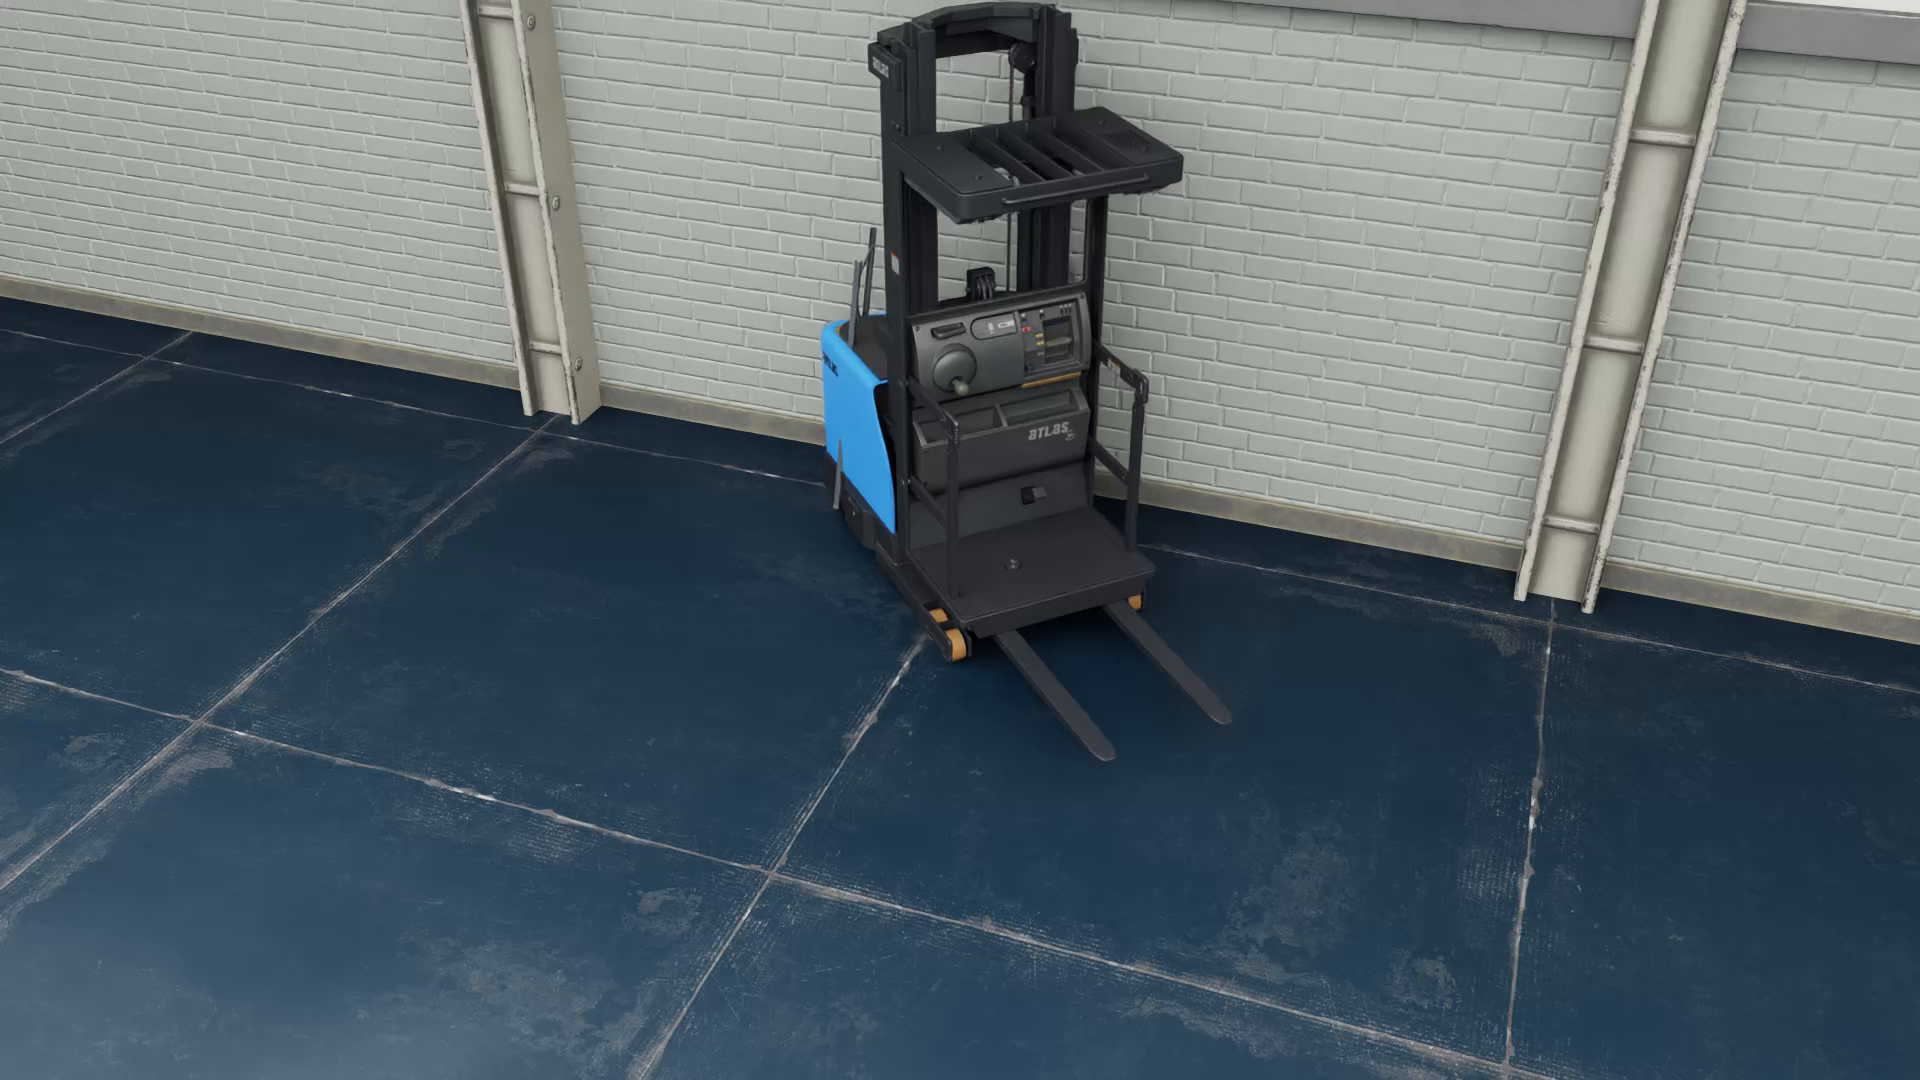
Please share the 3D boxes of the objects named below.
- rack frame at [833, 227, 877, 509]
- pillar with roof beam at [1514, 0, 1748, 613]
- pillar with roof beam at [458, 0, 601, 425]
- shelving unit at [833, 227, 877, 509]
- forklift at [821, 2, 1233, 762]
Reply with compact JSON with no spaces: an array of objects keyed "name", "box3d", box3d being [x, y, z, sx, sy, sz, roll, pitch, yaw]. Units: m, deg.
[{"name":"rack frame","box3d":[-0.581,-0.932,9.176,0.032,1.500,0.500,10,33,3]},{"name":"pillar with roof beam","box3d":[1.696,-1.315,2.958,0.400,9.000,9.100,11,34,16]},{"name":"pillar with roof beam","box3d":[-3.952,-2.413,4.659,0.400,9.000,9.100,11,34,16]},{"name":"shelving unit","box3d":[-0.080,-0.848,9.152,1.048,1.500,0.538,10,33,3]},{"name":"forklift","box3d":[0.301,-0.894,7.900,1.130,2.935,3.031,-14,35,-21]}]
